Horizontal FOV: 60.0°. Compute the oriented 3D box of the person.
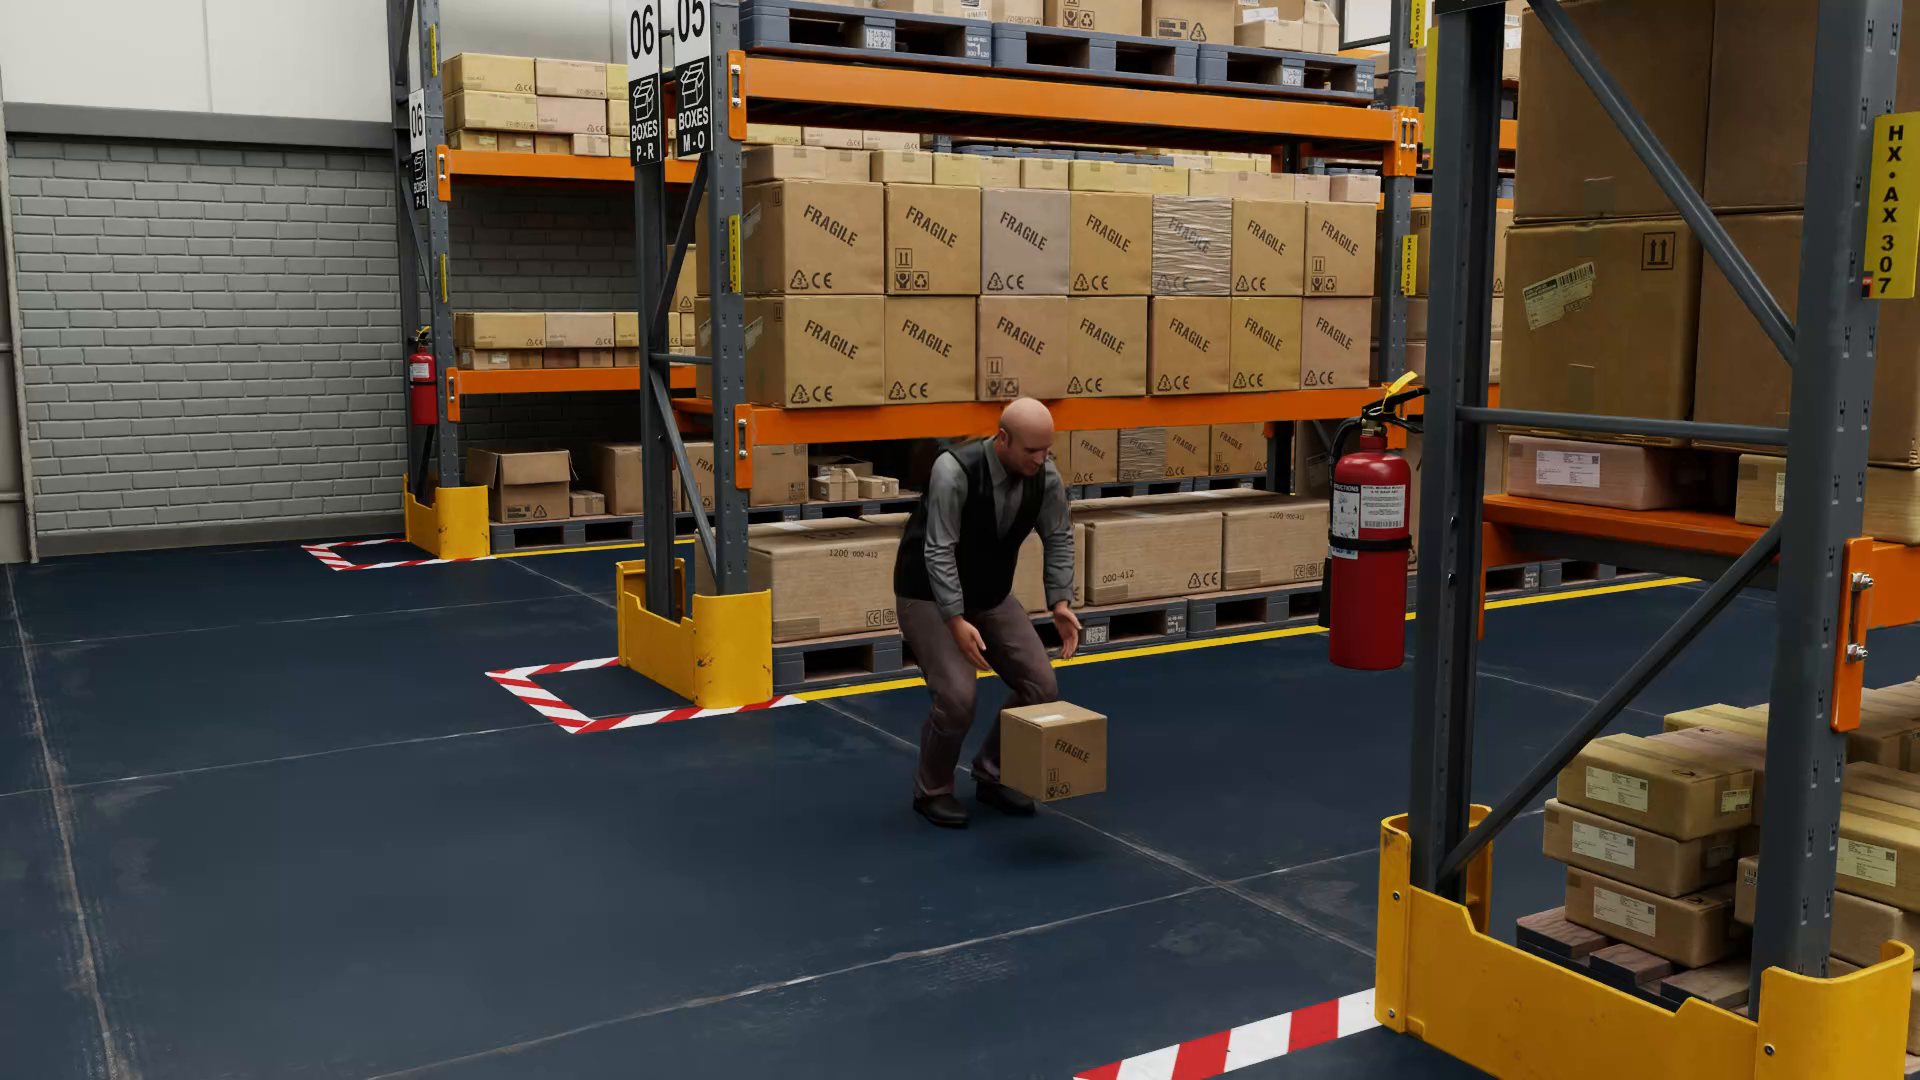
[{"bbox_3d":[0.099,0.270,5.729,0.592,1.385,0.708,-5,9,-31],"label":"person"}]
